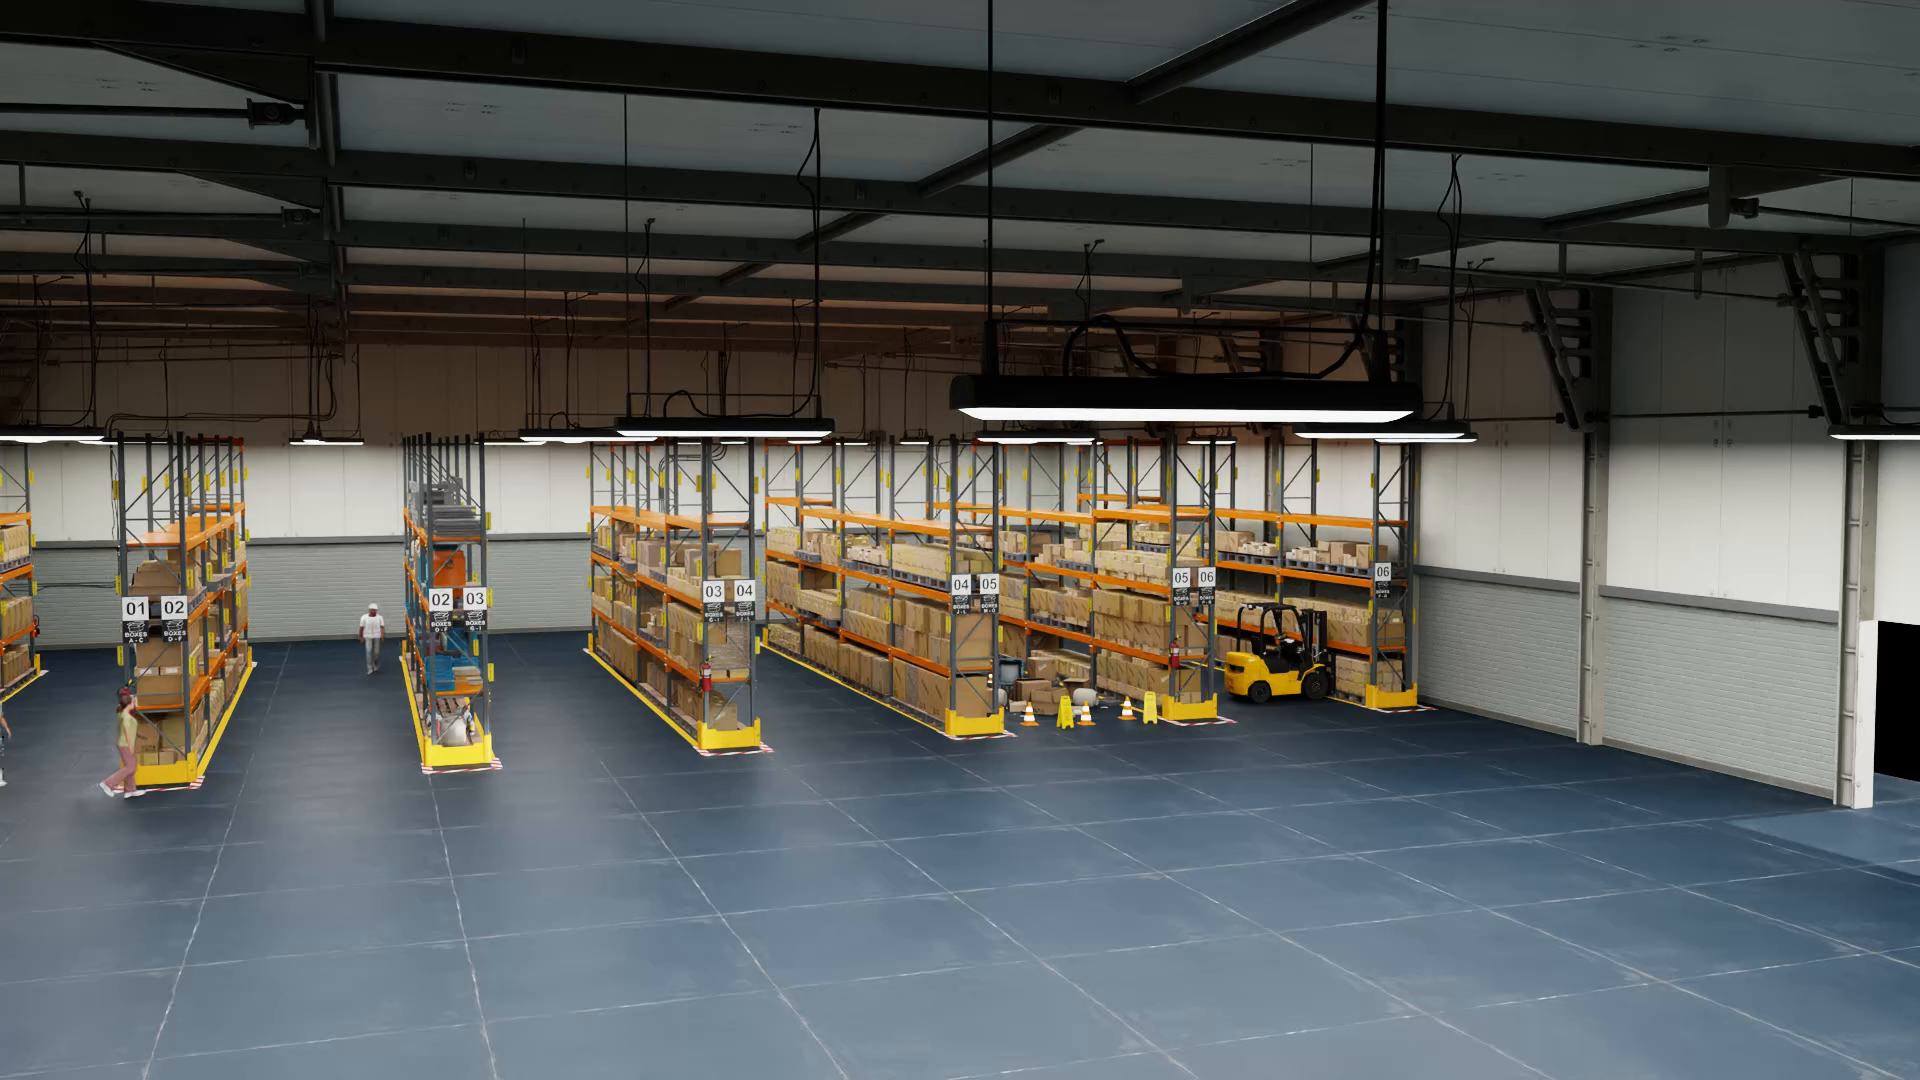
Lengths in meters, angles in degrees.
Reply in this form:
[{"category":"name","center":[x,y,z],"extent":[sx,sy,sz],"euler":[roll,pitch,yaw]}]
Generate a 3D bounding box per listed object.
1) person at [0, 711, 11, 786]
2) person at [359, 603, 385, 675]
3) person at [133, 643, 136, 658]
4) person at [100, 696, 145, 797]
[{"category":"person","center":[-16.471,3.339,28.393],"extent":[0.780,1.668,0.474],"euler":[1,3,19]},{"category":"person","center":[-14.944,2.514,42.349],"extent":[0.600,1.767,0.766],"euler":[-2,4,-28]},{"category":"person","center":[-19.583,2.688,40.043],"extent":[0.583,1.659,0.529],"euler":[-2,4,-28]},{"category":"person","center":[-13.649,3.372,27.056],"extent":[0.679,1.663,0.469],"euler":[-2,4,-36]}]
